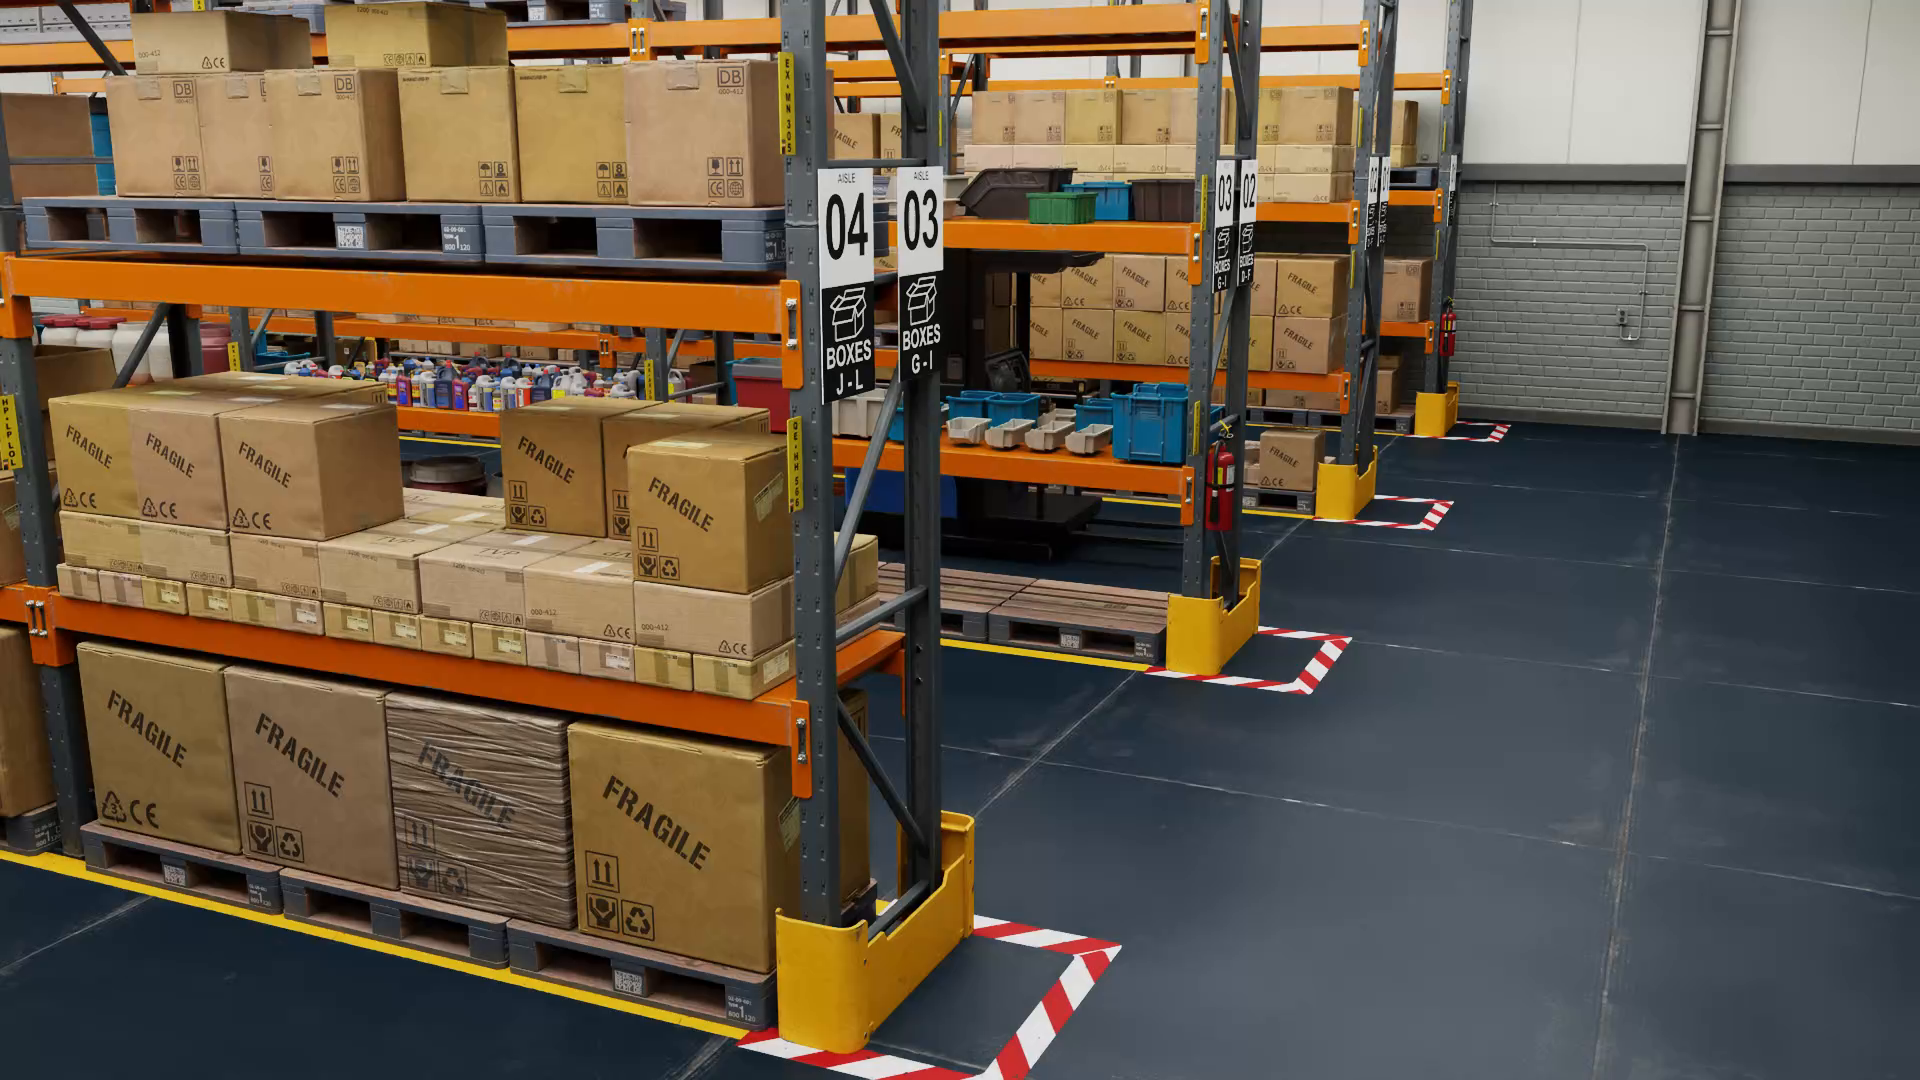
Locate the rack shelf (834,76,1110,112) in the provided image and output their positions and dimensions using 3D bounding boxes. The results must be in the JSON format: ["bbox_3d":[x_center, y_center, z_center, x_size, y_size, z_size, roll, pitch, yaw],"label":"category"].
[{"bbox_3d":[0.198,-5.728,21.418,4.000,0.370,1.077,6,14,23],"label":"rack shelf"}]

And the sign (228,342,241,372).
[{"bbox_3d":[-5.860,-1.432,13.435,0.005,0.325,0.100,6,14,23],"label":"sign"}]

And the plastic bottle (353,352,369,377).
[{"bbox_3d":[-5.100,-1.463,14.179,0.133,0.283,0.061,6,14,23],"label":"plastic bottle"}]

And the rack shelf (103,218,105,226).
[{"bbox_3d":[-7.472,-2.763,14.474,4.000,0.370,1.077,6,14,23],"label":"rack shelf"}]

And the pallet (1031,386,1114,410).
[{"bbox_3d":[1.291,-1.865,21.743,1.213,0.211,1.003,6,14,23],"label":"pallet"}]

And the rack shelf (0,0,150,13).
[{"bbox_3d":[-5.821,-2.624,8.191,4.000,0.370,1.077,6,14,23],"label":"rack shelf"}]

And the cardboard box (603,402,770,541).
[{"bbox_3d":[-1.122,-0.277,6.907,0.500,0.500,0.500,5,14,22],"label":"cardboard box"}]

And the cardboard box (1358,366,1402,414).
[{"bbox_3d":[5.003,-1.829,20.034,0.500,0.500,0.700,6,14,23],"label":"cardboard box"}]

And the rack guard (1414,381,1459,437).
[{"bbox_3d":[5.706,-1.578,19.886,0.348,0.500,1.175,6,14,23],"label":"rack guard"}]

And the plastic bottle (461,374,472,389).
[{"bbox_3d":[-3.822,-1.149,12.866,0.097,0.271,0.097,0,13,0],"label":"plastic bottle"}]

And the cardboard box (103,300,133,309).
[{"bbox_3d":[-10.526,-3.245,21.301,0.500,0.500,0.700,6,14,23],"label":"cardboard box"}]

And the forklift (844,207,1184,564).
[{"bbox_3d":[0.584,-1.374,13.693,3.031,2.935,1.130,5,14,21],"label":"forklift"}]

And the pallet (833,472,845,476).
[{"bbox_3d":[-0.735,-0.842,17.382,1.213,0.211,1.003,6,14,23],"label":"pallet"}]

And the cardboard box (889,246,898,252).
[{"bbox_3d":[-0.828,-3.960,22.011,0.500,0.250,0.500,6,14,22],"label":"cardboard box"}]

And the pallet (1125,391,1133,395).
[{"bbox_3d":[2.690,-1.723,21.136,1.213,0.211,1.003,6,14,23],"label":"pallet"}]

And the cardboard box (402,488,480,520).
[{"bbox_3d":[-2.541,-0.055,7.599,0.500,0.250,0.500,6,15,24],"label":"cardboard box"}]

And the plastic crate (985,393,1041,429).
[{"bbox_3d":[0.375,-0.889,11.713,0.300,0.233,0.416,6,14,23],"label":"plastic crate"}]

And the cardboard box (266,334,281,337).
[{"bbox_3d":[-8.960,-2.350,21.162,0.500,0.500,0.500,6,14,23],"label":"cardboard box"}]

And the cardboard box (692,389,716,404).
[{"bbox_3d":[-2.852,-1.351,17.953,0.500,0.500,0.500,5,14,21],"label":"cardboard box"}]

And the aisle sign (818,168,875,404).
[{"bbox_3d":[-0.391,-0.890,5.790,0.004,0.787,0.394,6,14,23],"label":"aisle sign"}]

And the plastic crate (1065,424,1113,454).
[{"bbox_3d":[0.852,-0.666,10.975,0.243,0.136,0.396,6,14,23],"label":"plastic crate"}]

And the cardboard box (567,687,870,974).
[{"bbox_3d":[-0.952,1.094,6.758,0.875,0.875,0.875,6,14,23],"label":"cardboard box"}]

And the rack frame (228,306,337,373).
[{"bbox_3d":[-5.643,-1.468,13.946,0.127,3.000,1.000,6,14,23],"label":"rack frame"}]

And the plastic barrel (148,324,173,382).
[{"bbox_3d":[-6.670,-1.573,14.148,0.421,0.512,0.421,0,13,0],"label":"plastic barrel"}]

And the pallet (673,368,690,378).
[{"bbox_3d":[-3.456,-2.366,23.875,1.213,0.211,1.003,6,14,23],"label":"pallet"}]

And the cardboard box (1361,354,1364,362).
[{"bbox_3d":[4.812,-2.118,19.848,0.250,0.149,0.380,6,14,23],"label":"cardboard box"}]

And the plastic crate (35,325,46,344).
[{"bbox_3d":[-8.166,-1.793,15.367,0.575,0.384,0.392,6,14,23],"label":"plastic crate"}]

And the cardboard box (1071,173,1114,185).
[{"bbox_3d":[1.280,-3.329,15.639,0.500,0.250,0.500,6,14,23],"label":"cardboard box"}]

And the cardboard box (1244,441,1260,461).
[{"bbox_3d":[2.842,-0.794,16.127,0.500,0.250,0.500,6,14,23],"label":"cardboard box"}]

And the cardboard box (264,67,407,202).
[{"bbox_3d":[-2.342,-1.637,6.742,0.500,0.500,0.700,6,15,26],"label":"cardboard box"}]

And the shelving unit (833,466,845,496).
[{"bbox_3d":[-1.077,-0.679,14.523,0.503,1.200,0.258,5,14,21],"label":"shelving unit"}]

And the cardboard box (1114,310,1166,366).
[{"bbox_3d":[1.771,-1.937,15.723,0.500,0.500,0.500,6,14,22],"label":"cardboard box"}]

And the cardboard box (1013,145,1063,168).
[{"bbox_3d":[0.826,-3.620,15.785,0.500,0.250,0.500,6,14,23],"label":"cardboard box"}]

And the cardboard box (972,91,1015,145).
[{"bbox_3d":[0.484,-4.091,16.150,0.500,0.500,0.700,6,14,23],"label":"cardboard box"}]

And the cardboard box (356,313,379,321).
[{"bbox_3d":[-6.823,-2.763,19.792,0.500,0.250,0.500,7,15,27],"label":"cardboard box"}]

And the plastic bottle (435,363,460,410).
[{"bbox_3d":[-3.966,-1.193,12.880,0.185,0.351,0.144,6,14,23],"label":"plastic bottle"}]

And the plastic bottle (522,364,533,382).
[{"bbox_3d":[-3.497,-1.290,13.470,0.097,0.271,0.097,0,13,0],"label":"plastic bottle"}]

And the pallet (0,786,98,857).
[{"bbox_3d":[-4.728,1.238,8.515,1.213,0.211,1.003,6,14,23],"label":"pallet"}]

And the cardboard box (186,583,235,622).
[{"bbox_3d":[-3.134,0.228,7.266,0.250,0.149,0.380,5,14,22],"label":"cardboard box"}]

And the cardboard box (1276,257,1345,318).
[{"bbox_3d":[3.163,-2.281,15.004,0.500,0.500,0.500,6,14,23],"label":"cardboard box"}]

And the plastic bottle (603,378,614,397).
[{"bbox_3d":[-2.773,-1.183,13.165,0.097,0.201,0.097,0,13,0],"label":"plastic bottle"}]

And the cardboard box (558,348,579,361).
[{"bbox_3d":[-5.789,-2.786,24.799,0.250,0.166,0.380,4,14,16],"label":"cardboard box"}]

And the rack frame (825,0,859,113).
[{"bbox_3d":[-1.630,-6.458,22.079,0.127,3.000,1.000,6,14,23],"label":"rack frame"}]

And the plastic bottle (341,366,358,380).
[{"bbox_3d":[-4.851,-1.239,13.225,0.133,0.283,0.061,6,14,23],"label":"plastic bottle"}]

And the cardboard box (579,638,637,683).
[{"bbox_3d":[-1.262,0.417,6.460,0.250,0.149,0.380,6,14,23],"label":"cardboard box"}]

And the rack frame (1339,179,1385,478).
[{"bbox_3d":[3.681,-1.762,15.199,0.127,3.000,1.000,6,14,23],"label":"rack frame"}]

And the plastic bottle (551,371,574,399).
[{"bbox_3d":[-2.959,-1.091,12.445,0.185,0.351,0.144,6,14,23],"label":"plastic bottle"}]

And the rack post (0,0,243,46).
[{"bbox_3d":[-7.465,-4.692,14.115,3.121,1.000,1.013,6,14,23],"label":"rack post"}]

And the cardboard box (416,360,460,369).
[{"bbox_3d":[-6.326,-1.987,20.029,0.500,0.311,0.500,6,15,25],"label":"cardboard box"}]

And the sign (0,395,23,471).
[{"bbox_3d":[-4.203,-0.474,7.350,0.005,0.325,0.100,6,14,23],"label":"sign"}]

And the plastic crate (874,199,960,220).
[{"bbox_3d":[-0.318,-2.199,11.072,0.530,0.136,0.437,6,14,23],"label":"plastic crate"}]
